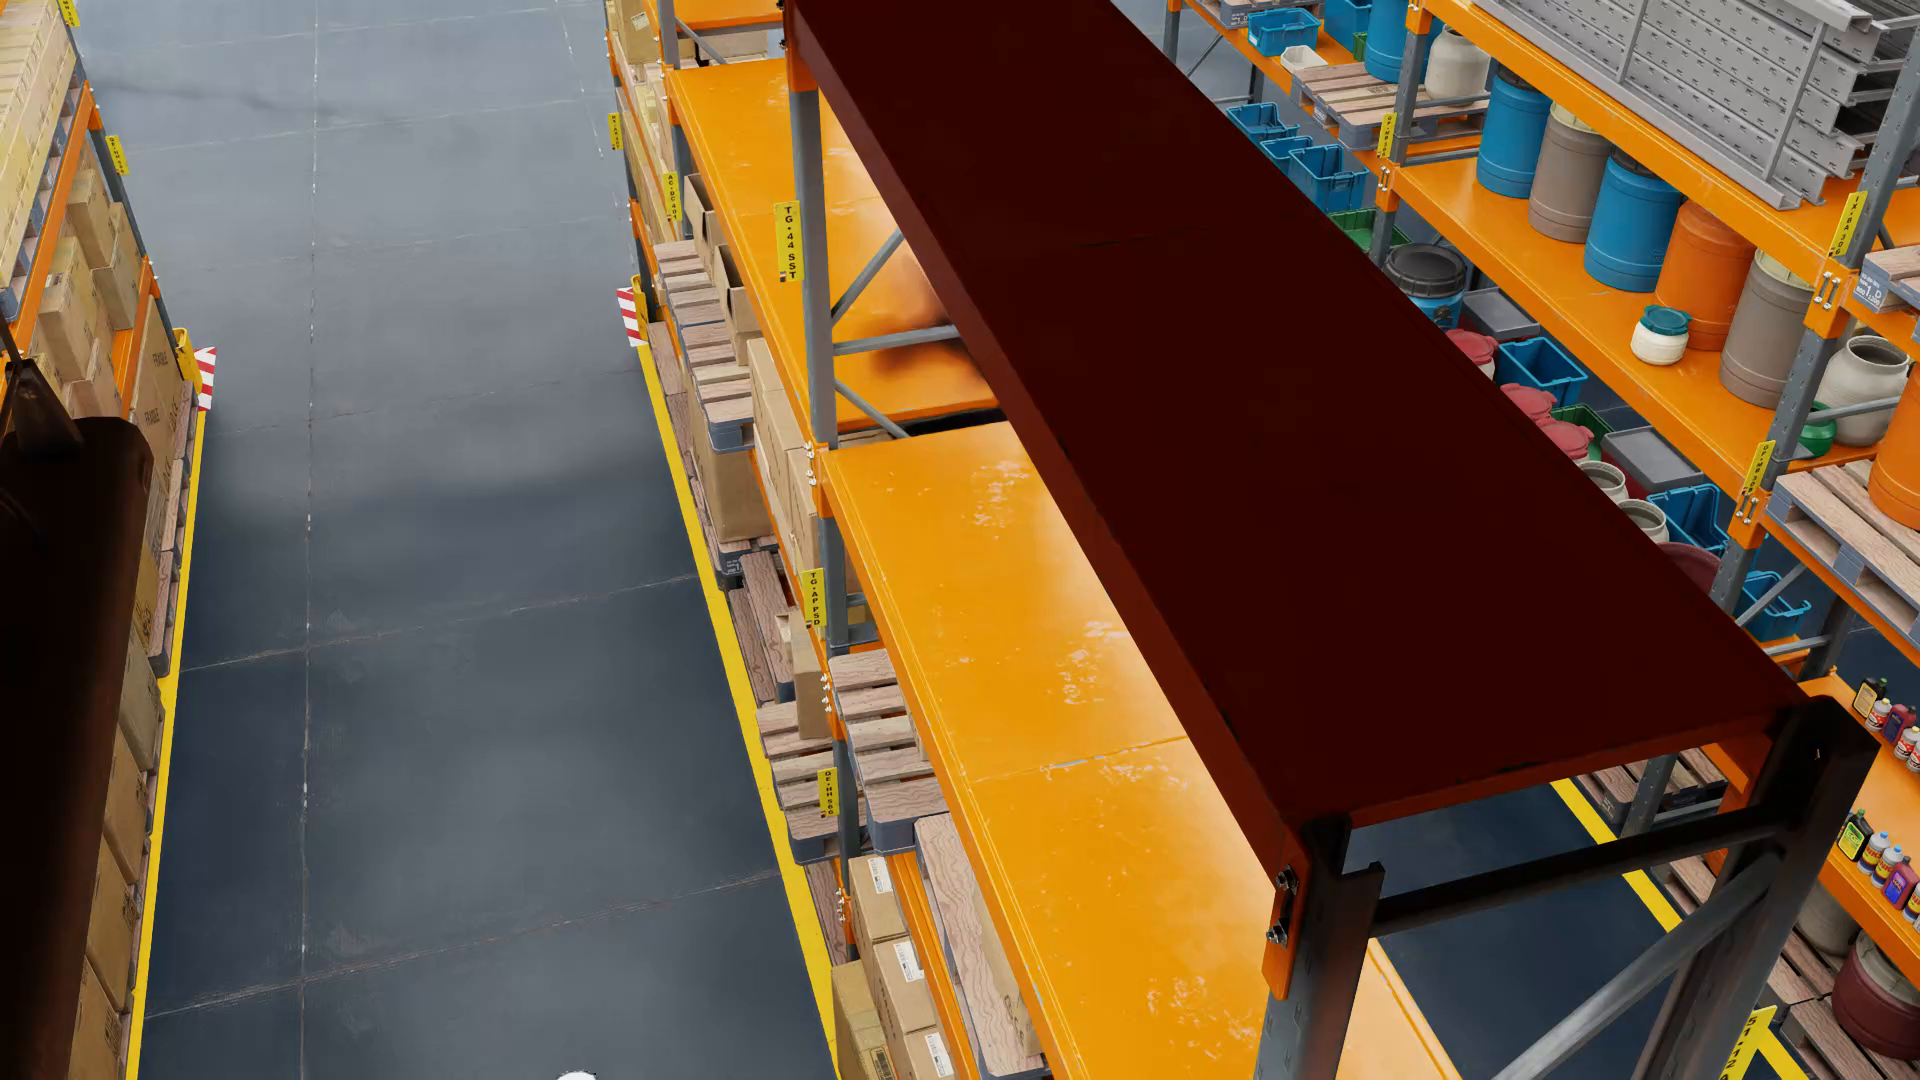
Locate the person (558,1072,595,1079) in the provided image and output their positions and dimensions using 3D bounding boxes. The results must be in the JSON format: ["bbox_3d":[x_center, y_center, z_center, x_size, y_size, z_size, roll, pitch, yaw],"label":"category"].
[{"bbox_3d":[-1.594,2.901,7.309,0.638,1.750,0.538,-11,40,-14],"label":"person"}]
